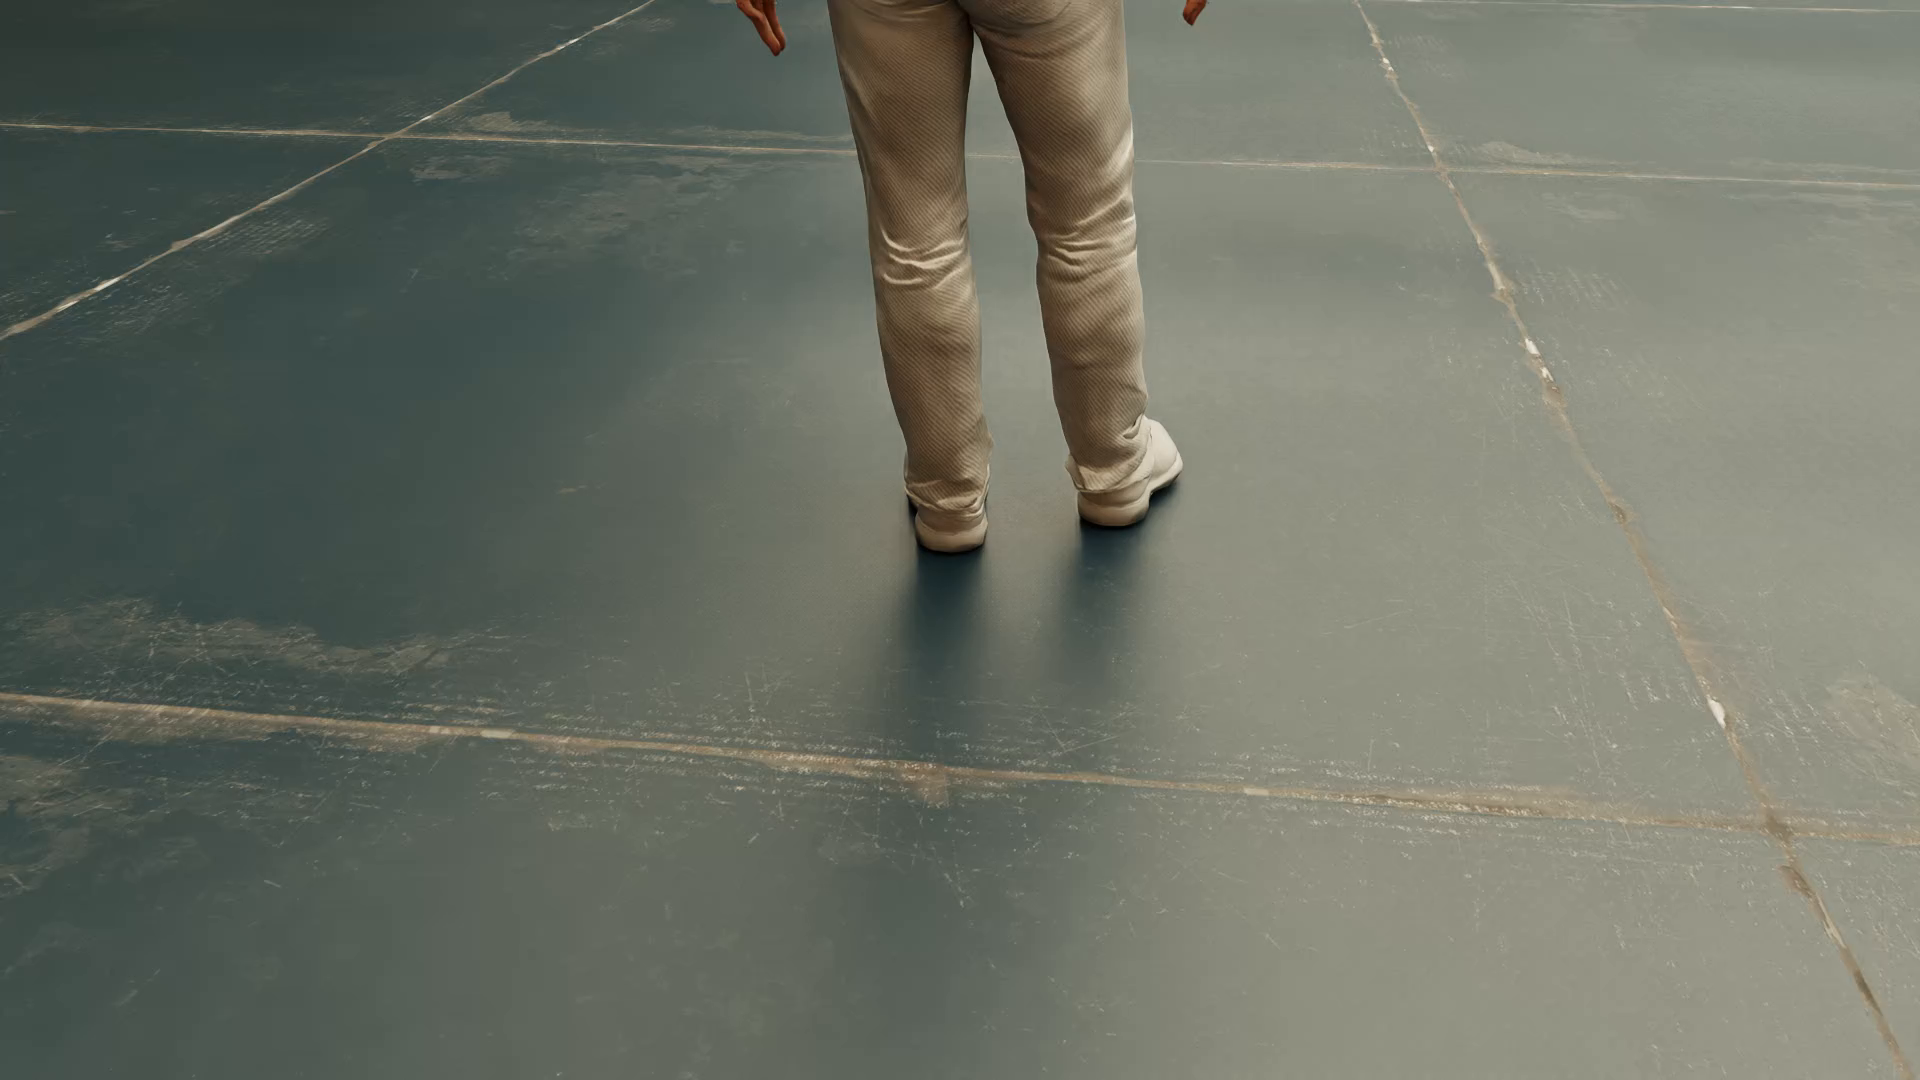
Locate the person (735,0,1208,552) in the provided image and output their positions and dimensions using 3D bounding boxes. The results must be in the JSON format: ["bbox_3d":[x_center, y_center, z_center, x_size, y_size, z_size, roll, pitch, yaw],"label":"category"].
[{"bbox_3d":[0.015,-0.827,2.163,0.666,1.765,0.577,3,27,7],"label":"person"}]
